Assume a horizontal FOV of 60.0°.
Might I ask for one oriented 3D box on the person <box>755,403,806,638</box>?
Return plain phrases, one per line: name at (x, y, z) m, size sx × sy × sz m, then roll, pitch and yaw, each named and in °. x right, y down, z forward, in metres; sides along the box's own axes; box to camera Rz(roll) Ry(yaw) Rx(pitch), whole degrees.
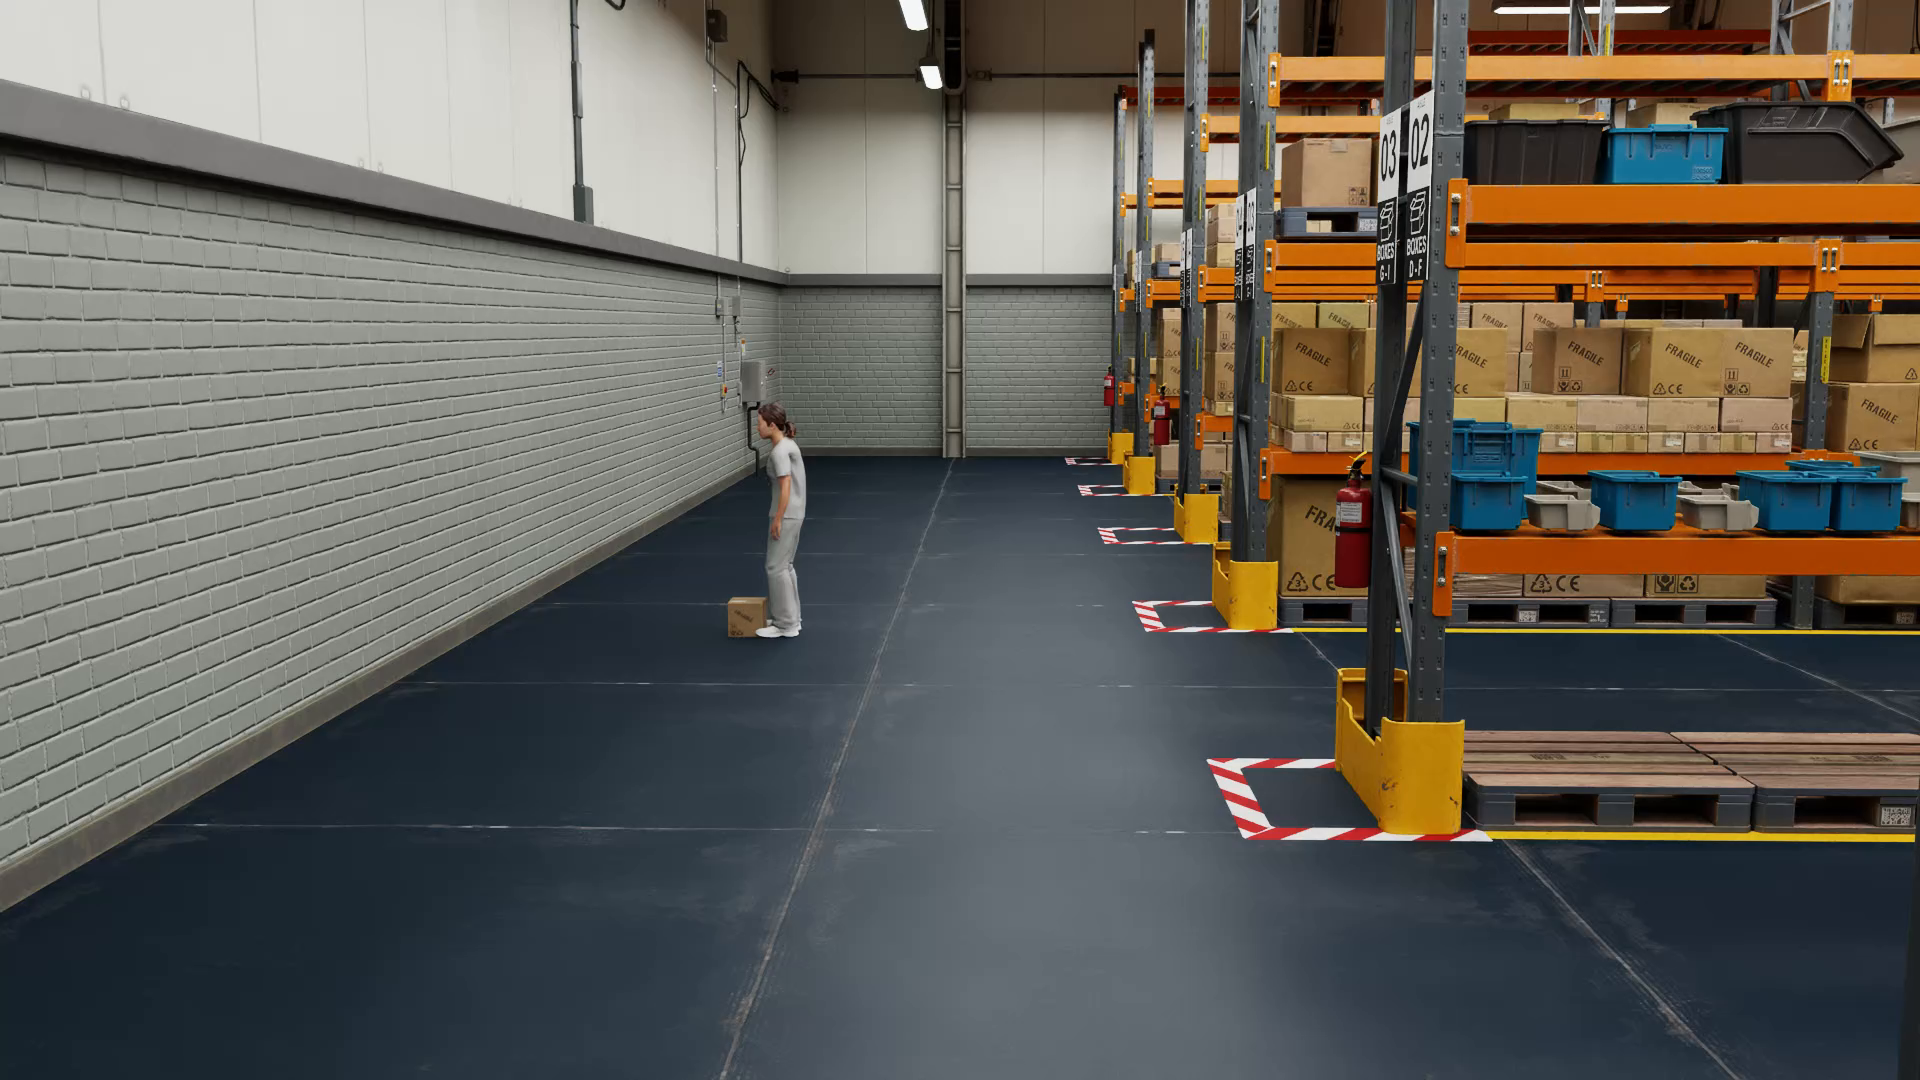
person at (-1.288, -0.147, 11.936) m, size 0.366 × 1.671 × 0.504 m, roll 0°, pitch 7°, yaw -2°
